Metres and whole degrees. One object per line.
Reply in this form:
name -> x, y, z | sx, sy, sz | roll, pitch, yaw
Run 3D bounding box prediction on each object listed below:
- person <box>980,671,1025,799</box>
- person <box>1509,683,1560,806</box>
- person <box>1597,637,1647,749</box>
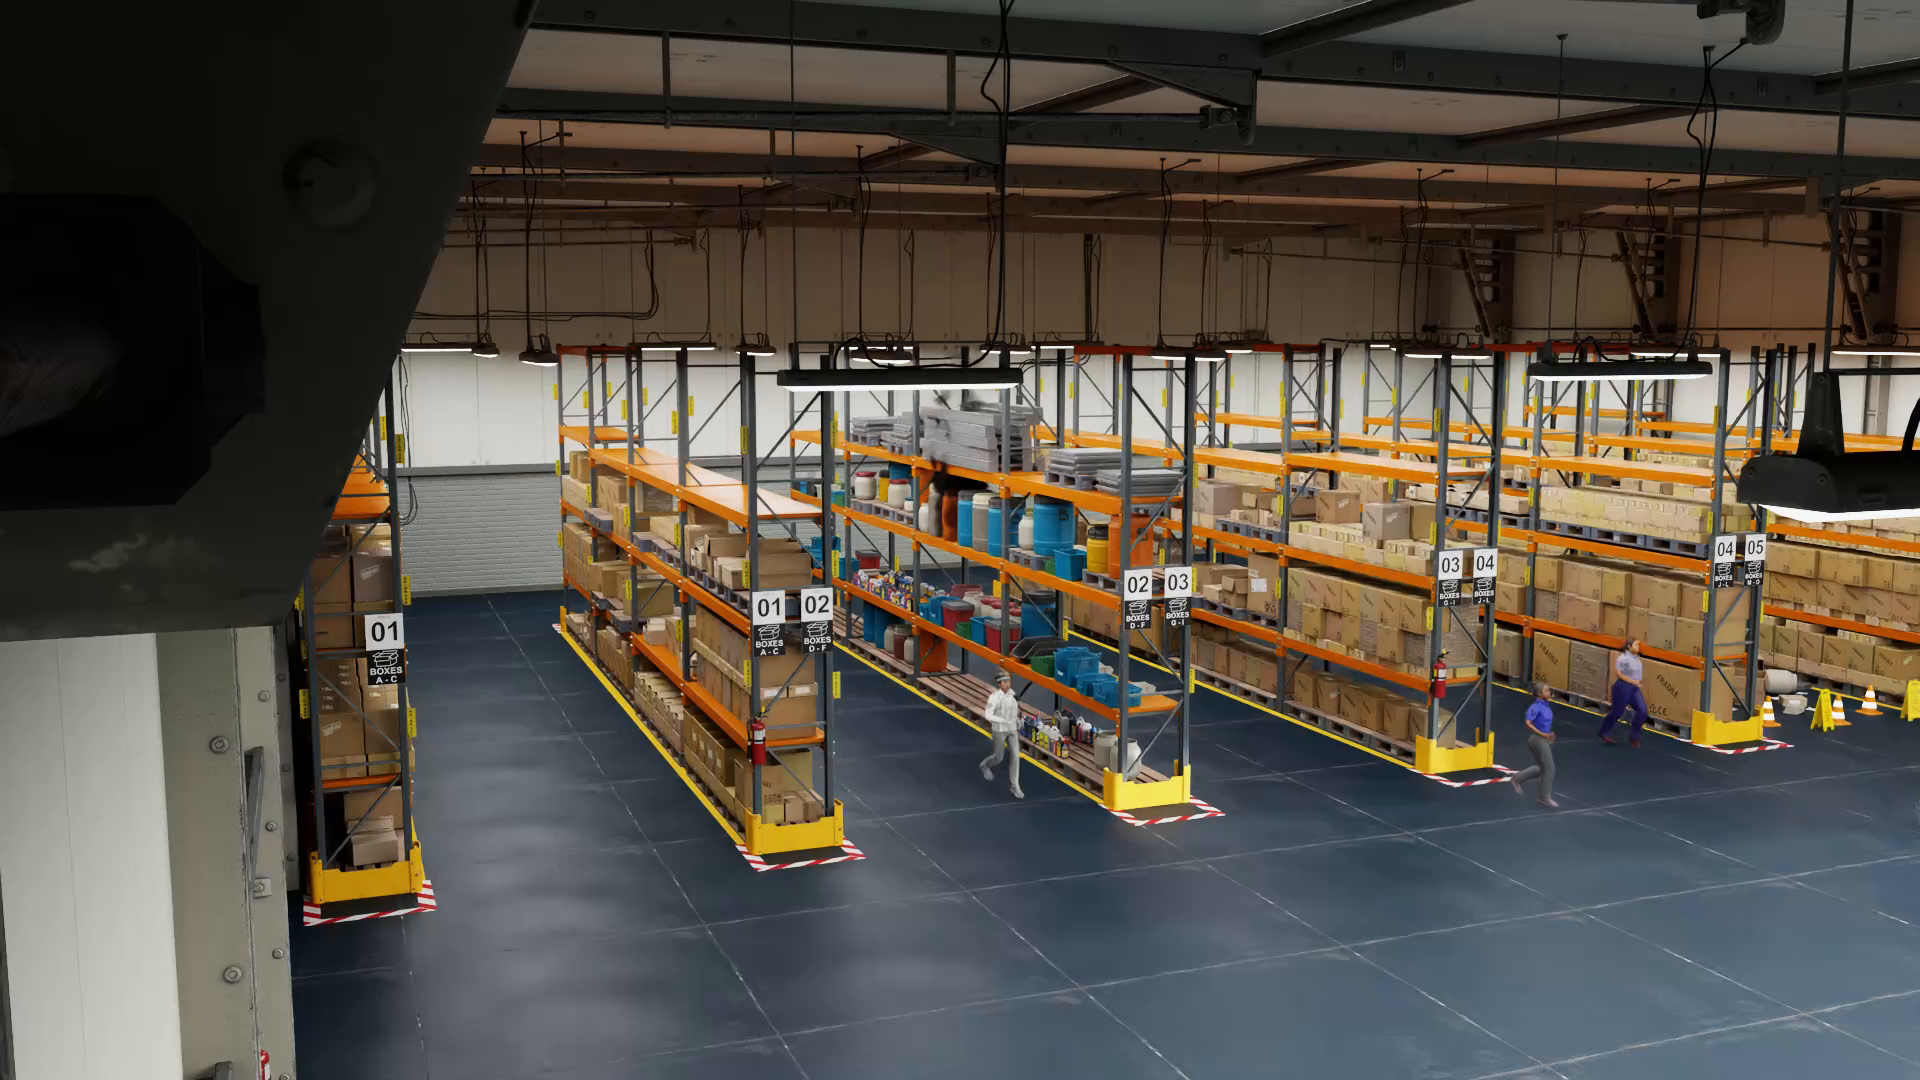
person -> 0.595, 2.616, 22.721 | 0.616, 1.705, 0.915 | -5, 9, -32
person -> 7.716, 2.732, 22.268 | 0.683, 1.651, 0.630 | 5, 9, 32
person -> 10.151, 2.333, 25.341 | 0.647, 1.703, 0.644 | -6, 9, -38
